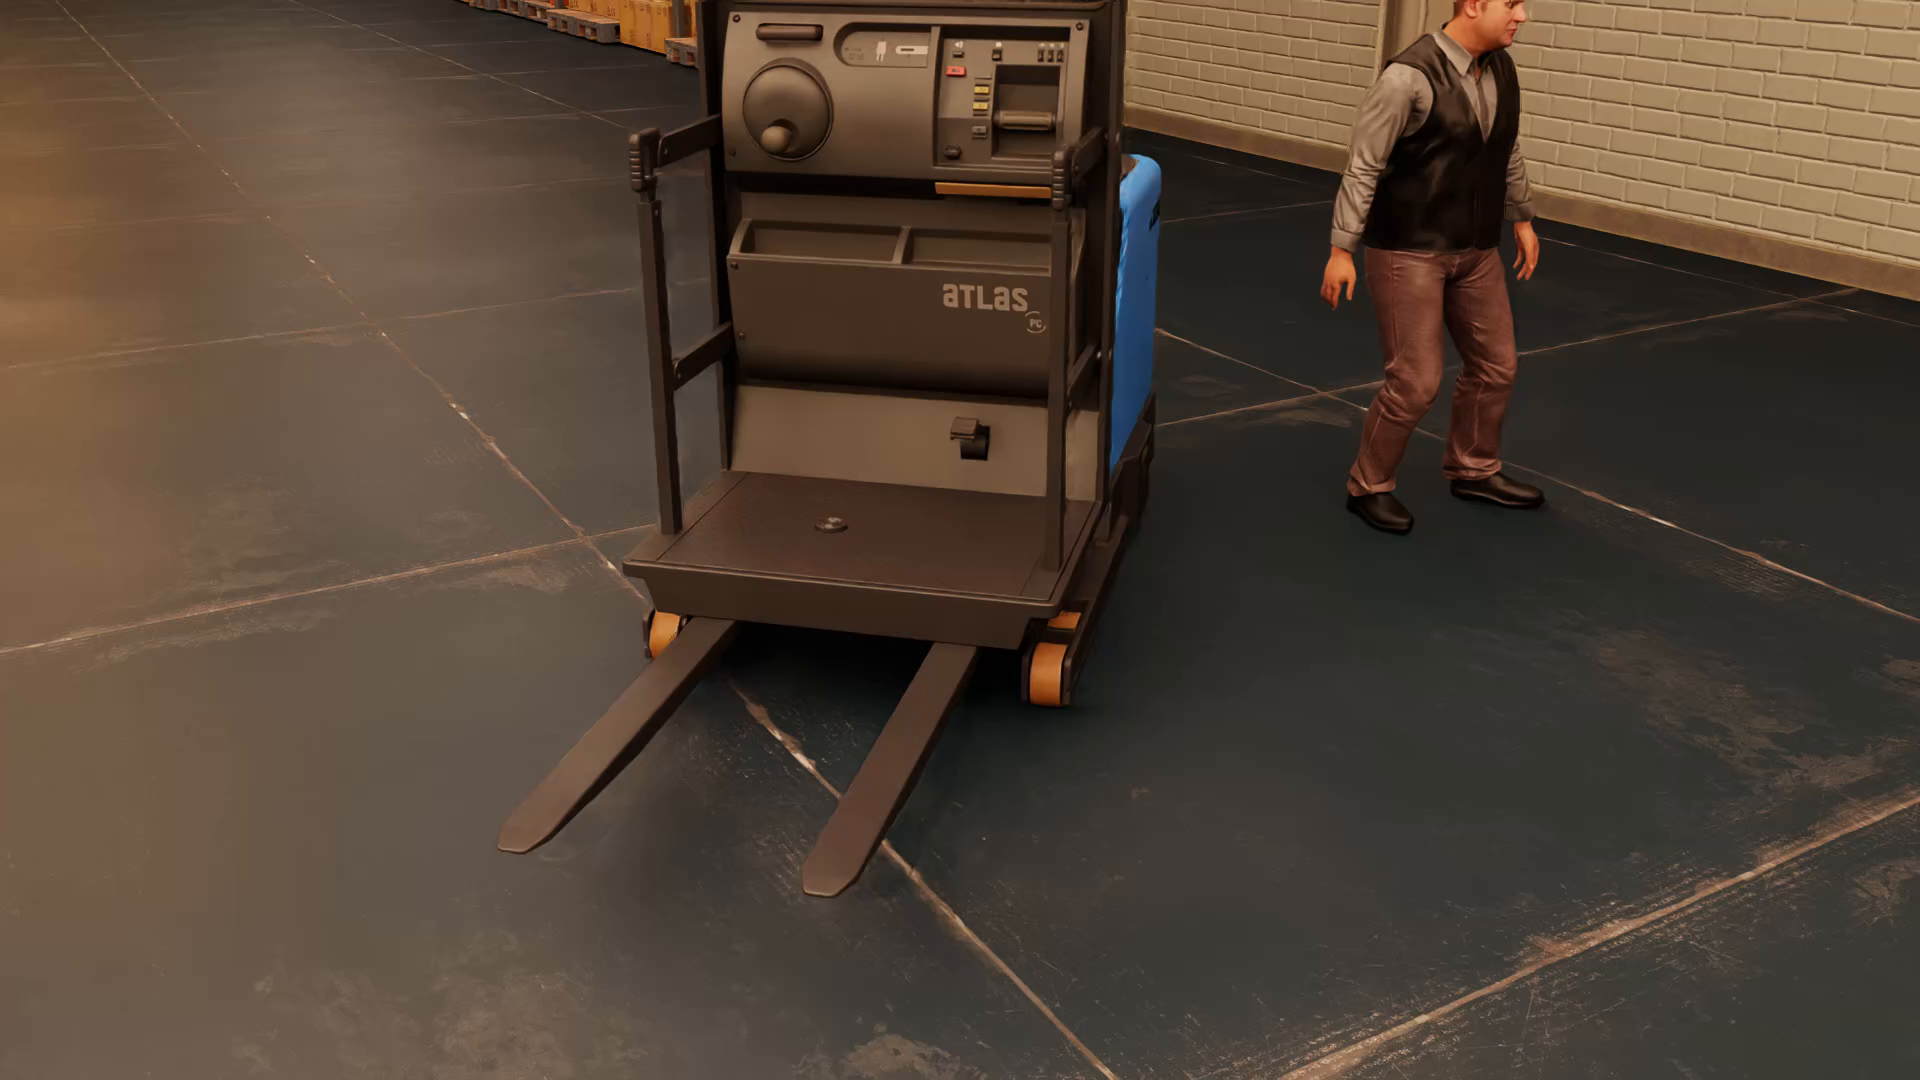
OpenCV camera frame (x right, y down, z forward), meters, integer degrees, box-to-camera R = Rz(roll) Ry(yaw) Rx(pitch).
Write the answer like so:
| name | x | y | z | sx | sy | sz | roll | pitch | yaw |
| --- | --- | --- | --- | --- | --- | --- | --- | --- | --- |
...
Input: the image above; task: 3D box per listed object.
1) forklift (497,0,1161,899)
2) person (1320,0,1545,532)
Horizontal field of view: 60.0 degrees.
| name | x | y | z | sx | sy | sz | roll | pitch | yaw |
| --- | --- | --- | --- | --- | --- | --- | --- | --- | --- |
| forklift | -0.192 | -1.098 | 3.949 | 1.130 | 2.935 | 3.031 | 5 | 23 | 13 |
| person | 1.464 | -0.872 | 5.031 | 0.813 | 1.695 | 0.390 | -13 | 26 | -29 |
